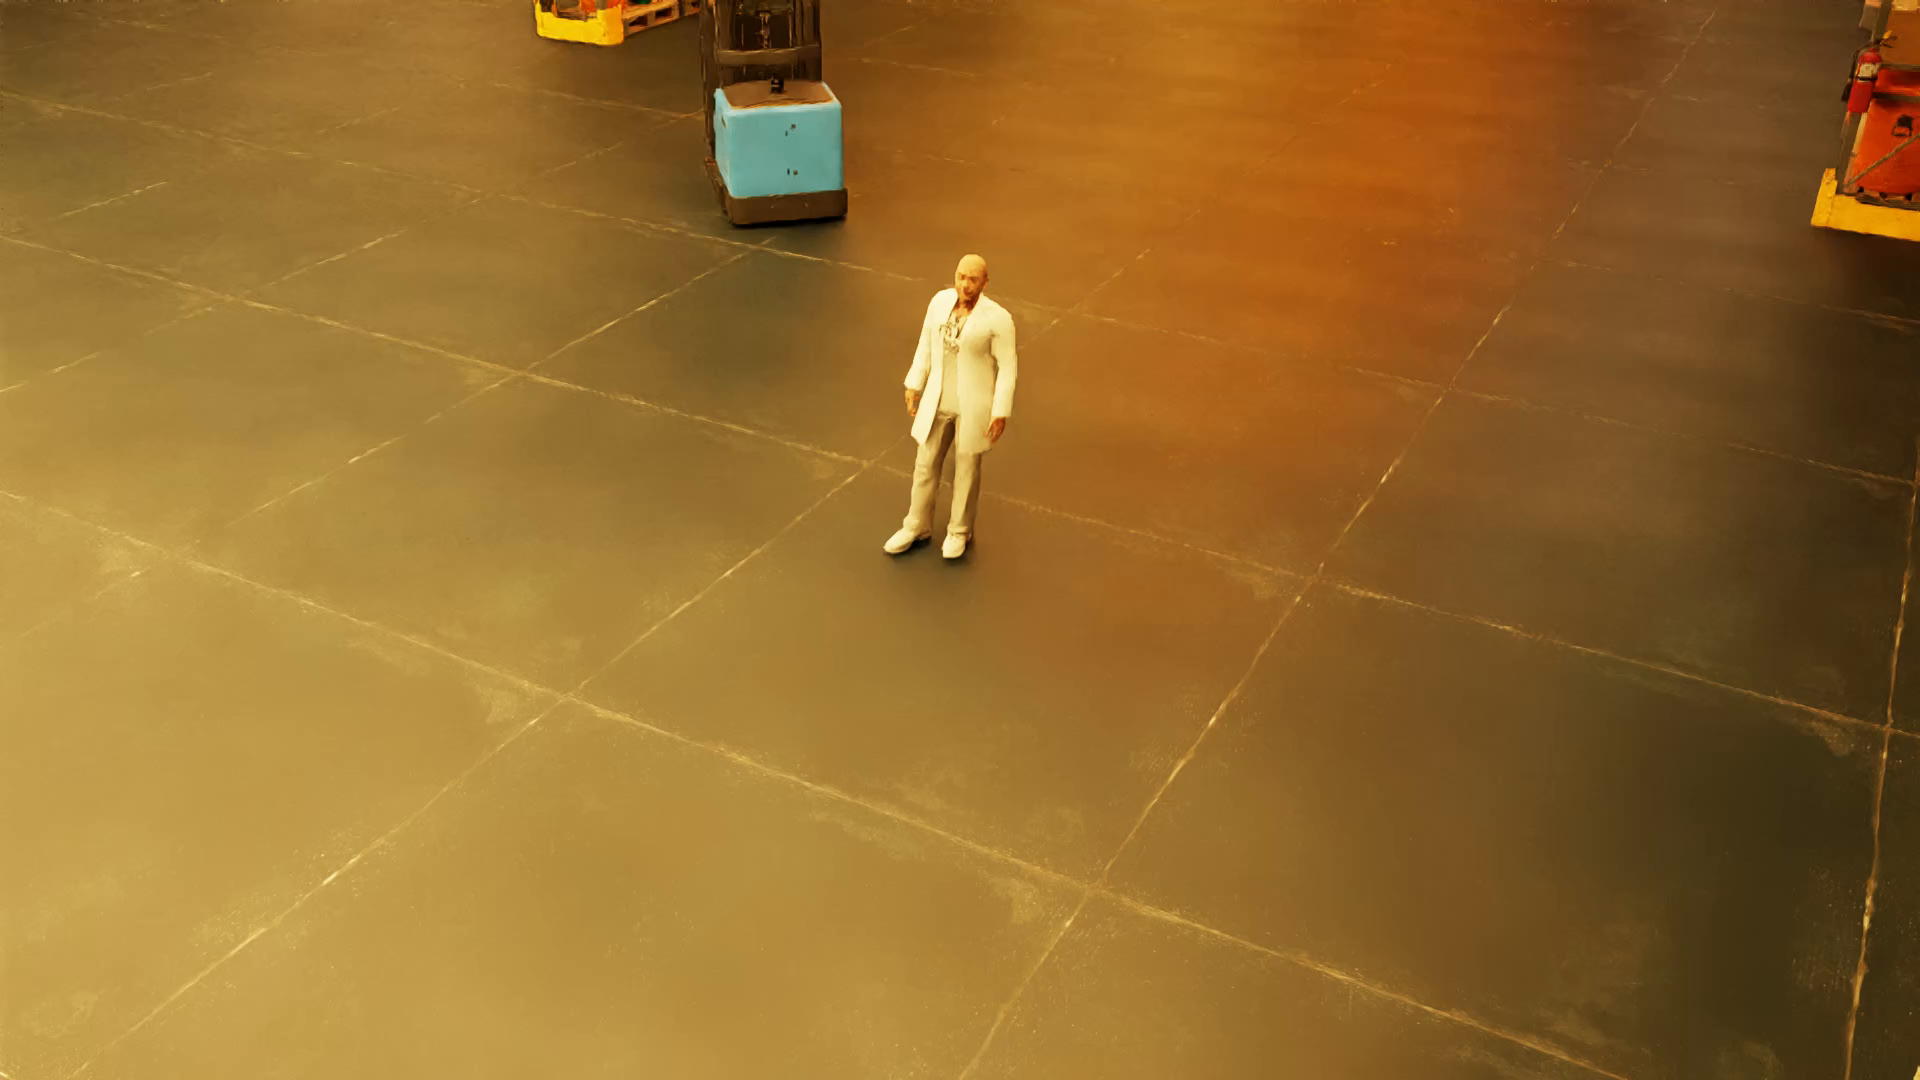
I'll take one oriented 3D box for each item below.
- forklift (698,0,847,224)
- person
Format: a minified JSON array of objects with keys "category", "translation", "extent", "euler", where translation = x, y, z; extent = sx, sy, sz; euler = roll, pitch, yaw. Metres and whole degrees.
[{"category":"forklift","translation":[-1.881,-4.788,15.367],"extent":[1.130,2.935,3.031],"euler":[-7,31,-13]},{"category":"person","translation":[-0.048,-0.737,9.488],"extent":[0.694,1.776,0.579],"euler":[15,33,25]}]
